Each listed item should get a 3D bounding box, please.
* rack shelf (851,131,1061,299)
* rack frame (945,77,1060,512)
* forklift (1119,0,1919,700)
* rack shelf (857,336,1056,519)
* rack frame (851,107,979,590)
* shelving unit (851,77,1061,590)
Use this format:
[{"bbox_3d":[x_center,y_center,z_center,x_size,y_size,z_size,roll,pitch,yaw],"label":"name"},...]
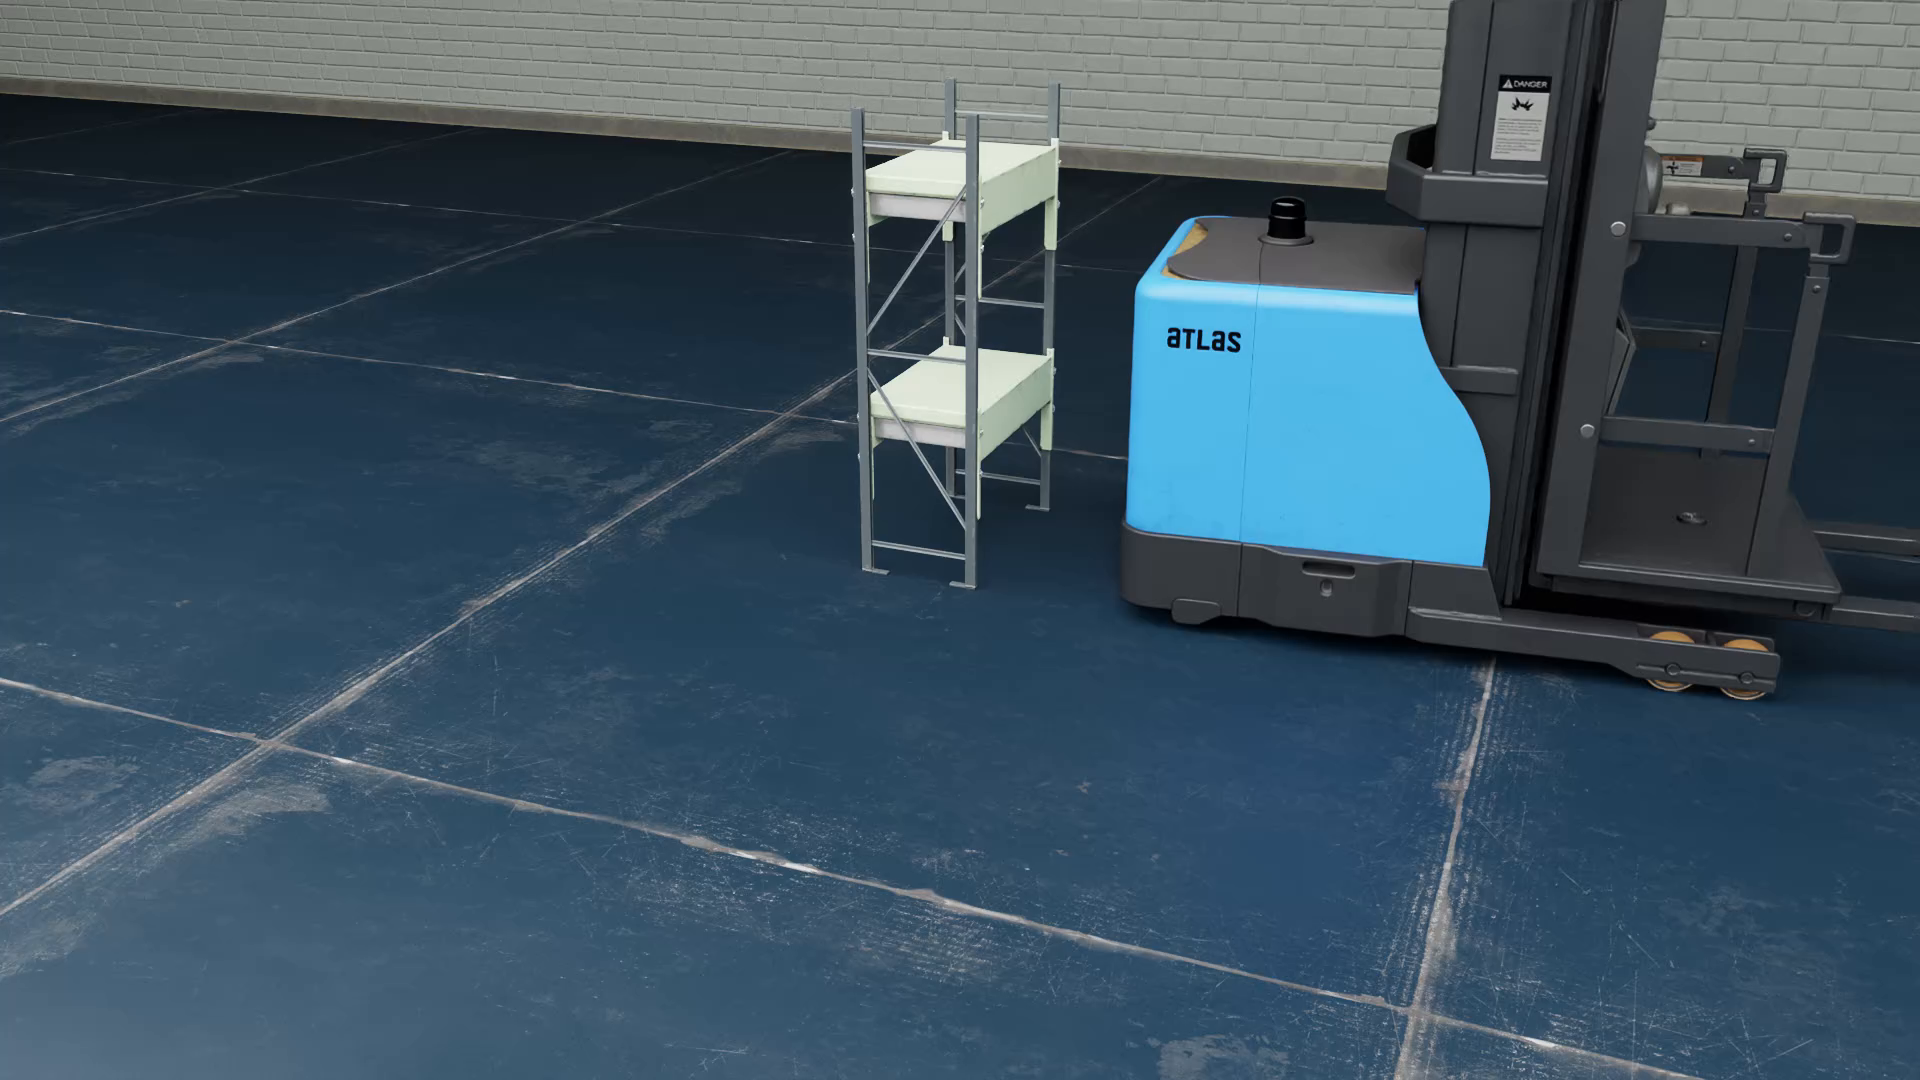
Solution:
[{"bbox_3d":[0.002,-1.055,5.316,0.431,0.370,0.720,9,24,20],"label":"rack shelf"},{"bbox_3d":[0.138,-0.825,5.780,0.400,1.500,0.023,9,24,20],"label":"rack frame"},{"bbox_3d":[2.069,-1.131,4.654,3.031,2.935,1.130,6,23,14],"label":"forklift"},{"bbox_3d":[0.002,-0.394,5.592,0.431,0.370,0.720,9,24,20],"label":"rack shelf"},{"bbox_3d":[-0.133,-0.563,5.153,0.400,1.500,0.023,9,24,20],"label":"rack frame"},{"bbox_3d":[0.002,-0.694,5.467,0.431,1.500,0.755,9,24,20],"label":"shelving unit"}]
